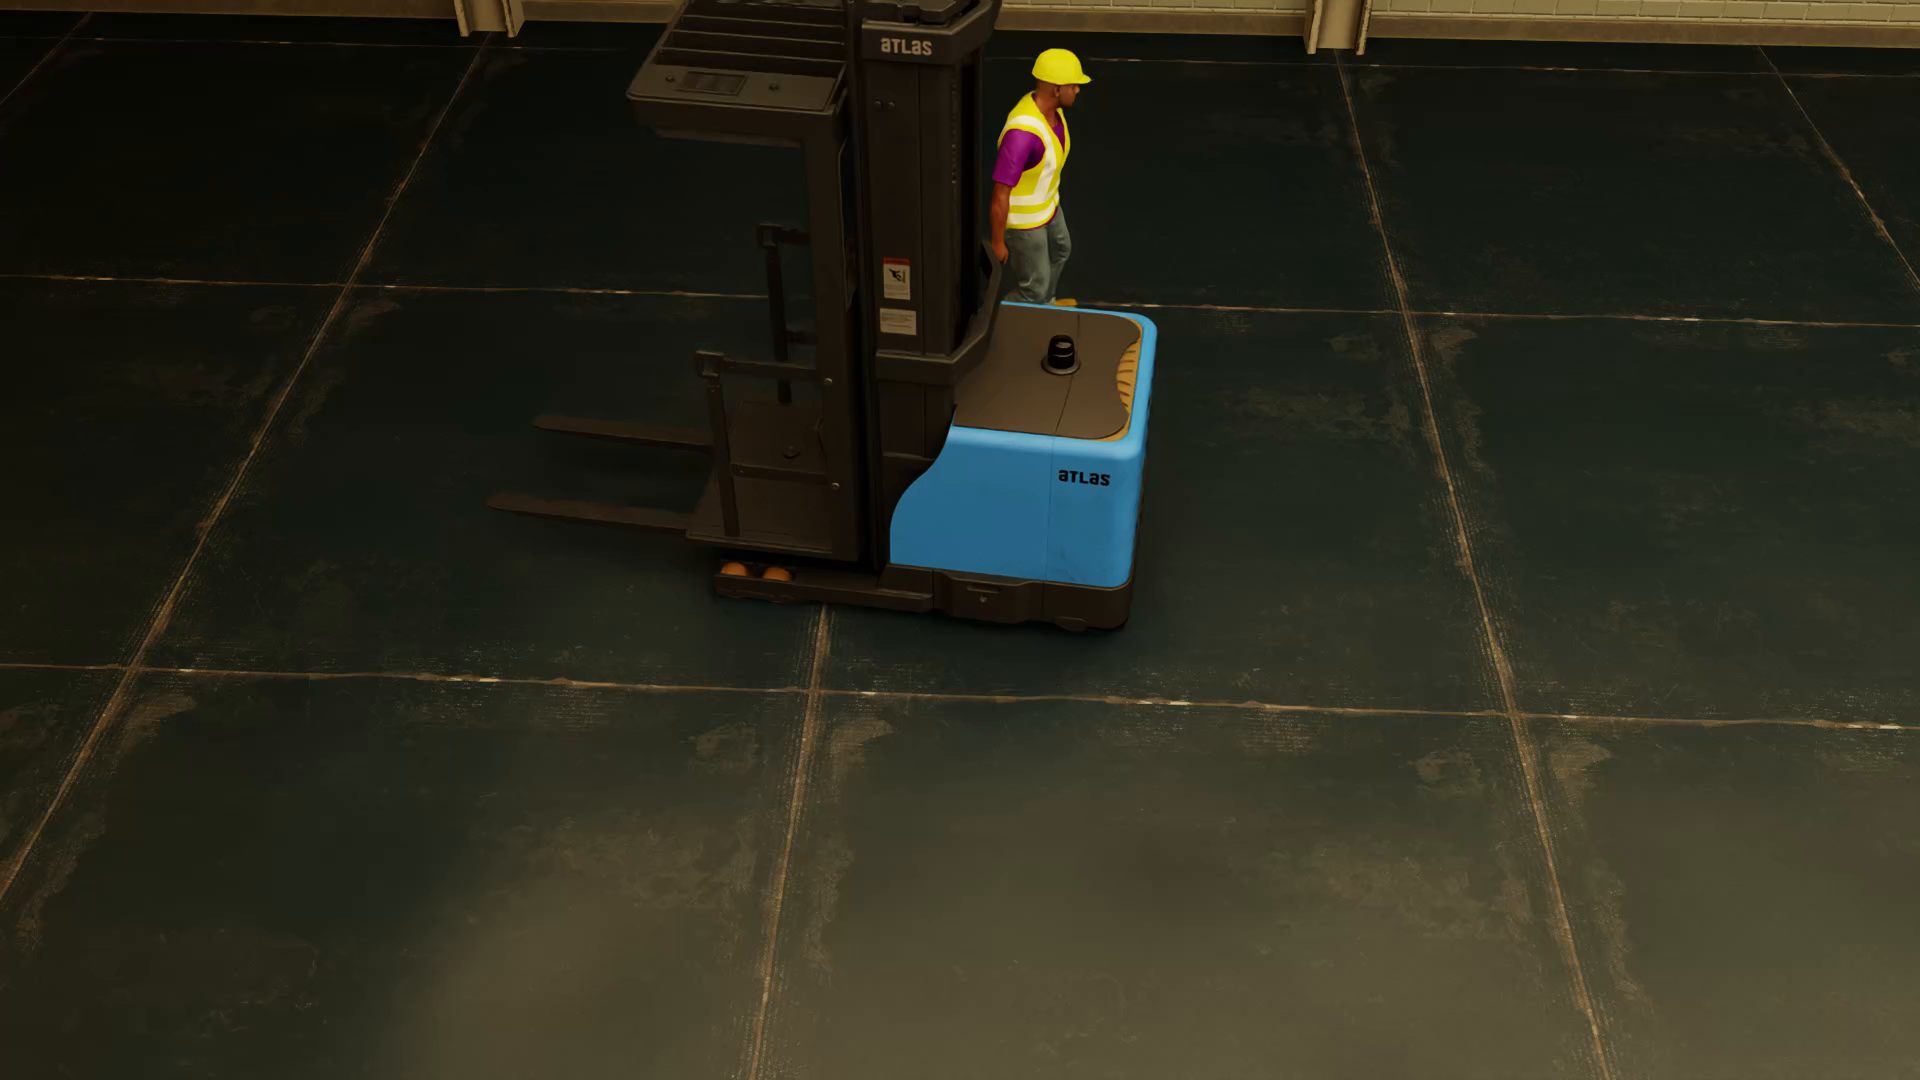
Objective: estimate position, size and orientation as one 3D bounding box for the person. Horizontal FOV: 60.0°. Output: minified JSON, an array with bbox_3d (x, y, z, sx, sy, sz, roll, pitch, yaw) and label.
[{"bbox_3d":[0.391,-1.684,8.485,0.463,1.733,0.878,11,43,11],"label":"person"}]

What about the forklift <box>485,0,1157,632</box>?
[{"bbox_3d":[-0.672,-1.140,6.991,3.031,2.935,1.130,6,43,7],"label":"forklift"}]
